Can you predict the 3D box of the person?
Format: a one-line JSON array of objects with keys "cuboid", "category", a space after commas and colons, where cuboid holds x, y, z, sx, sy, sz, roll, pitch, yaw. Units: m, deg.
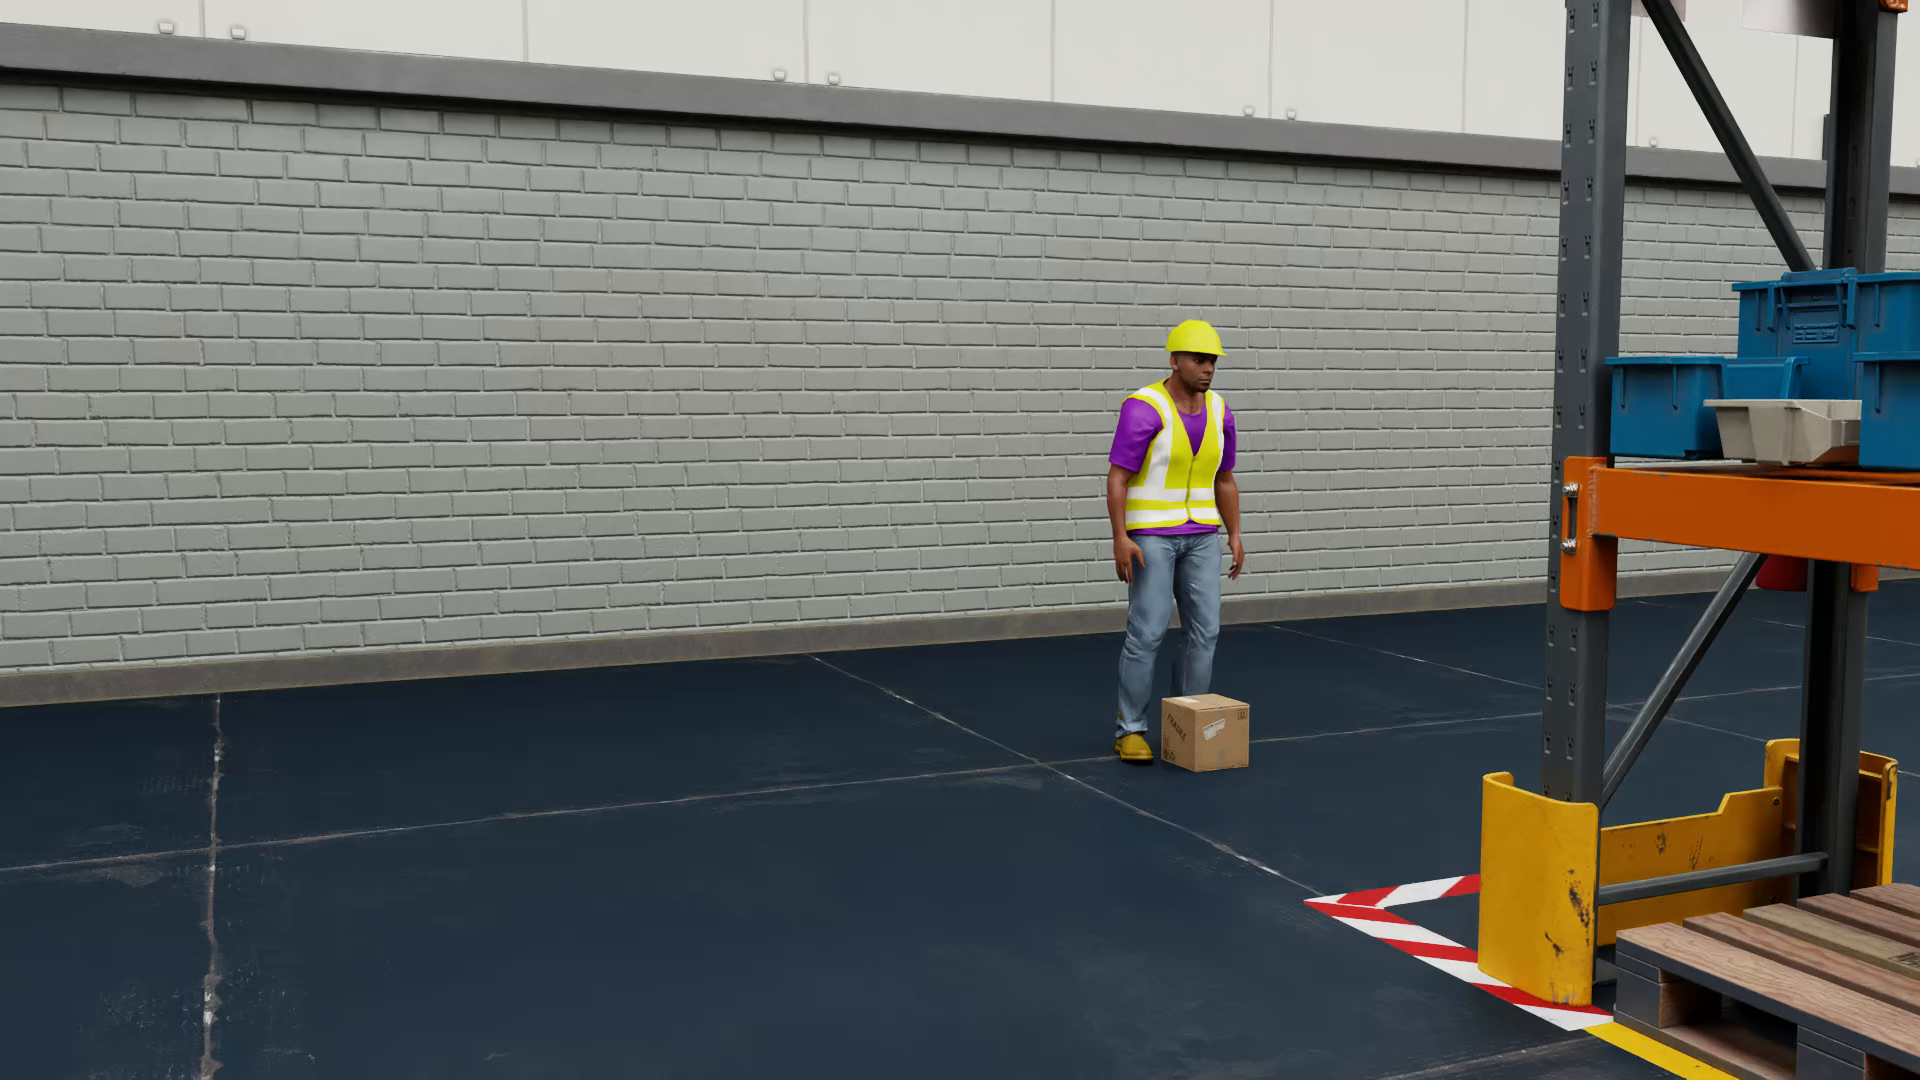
[{"cuboid": [0.882, -0.004, 6.735, 0.635, 1.756, 0.456, -3, 6, -27], "category": "person"}]
